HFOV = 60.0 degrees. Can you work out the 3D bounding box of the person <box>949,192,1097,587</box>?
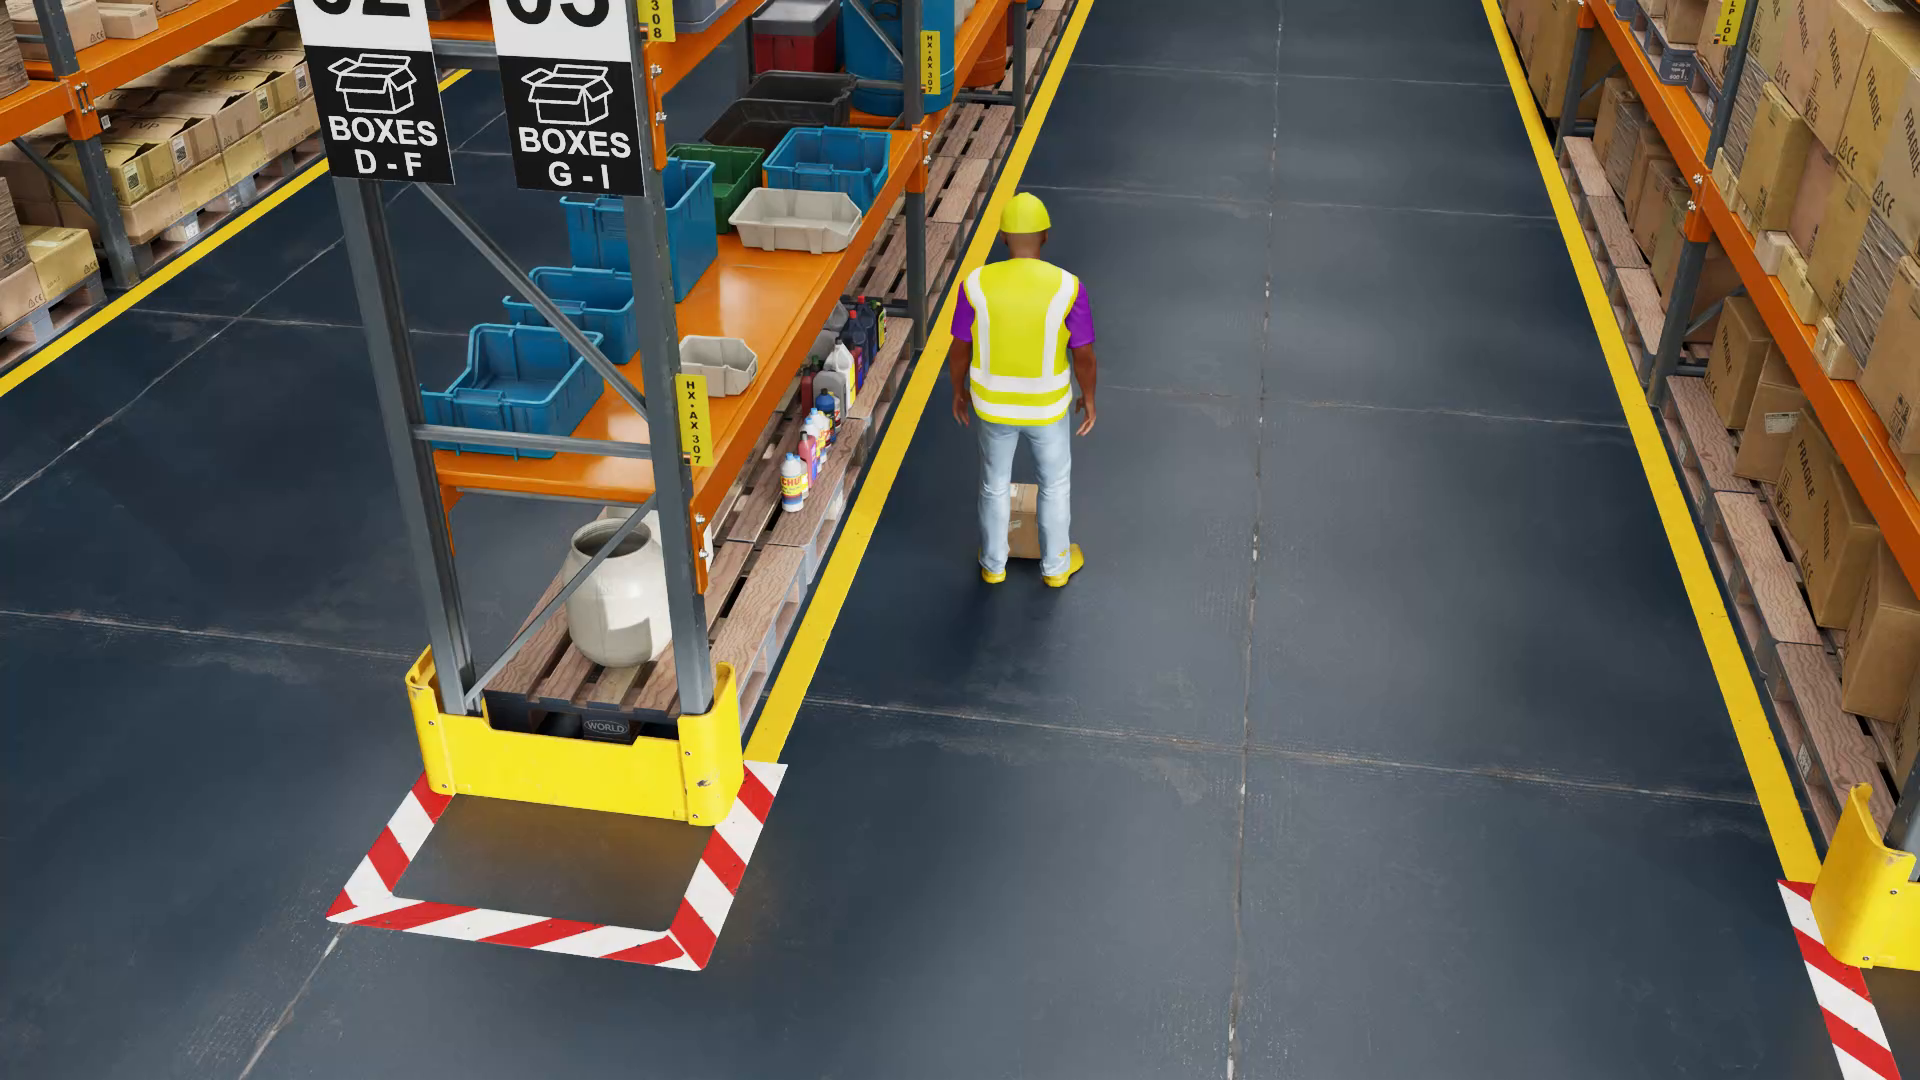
[{"bbox_3d":[0.271,-0.609,7.086,0.627,1.761,0.459,5,33,8],"label":"person"}]
